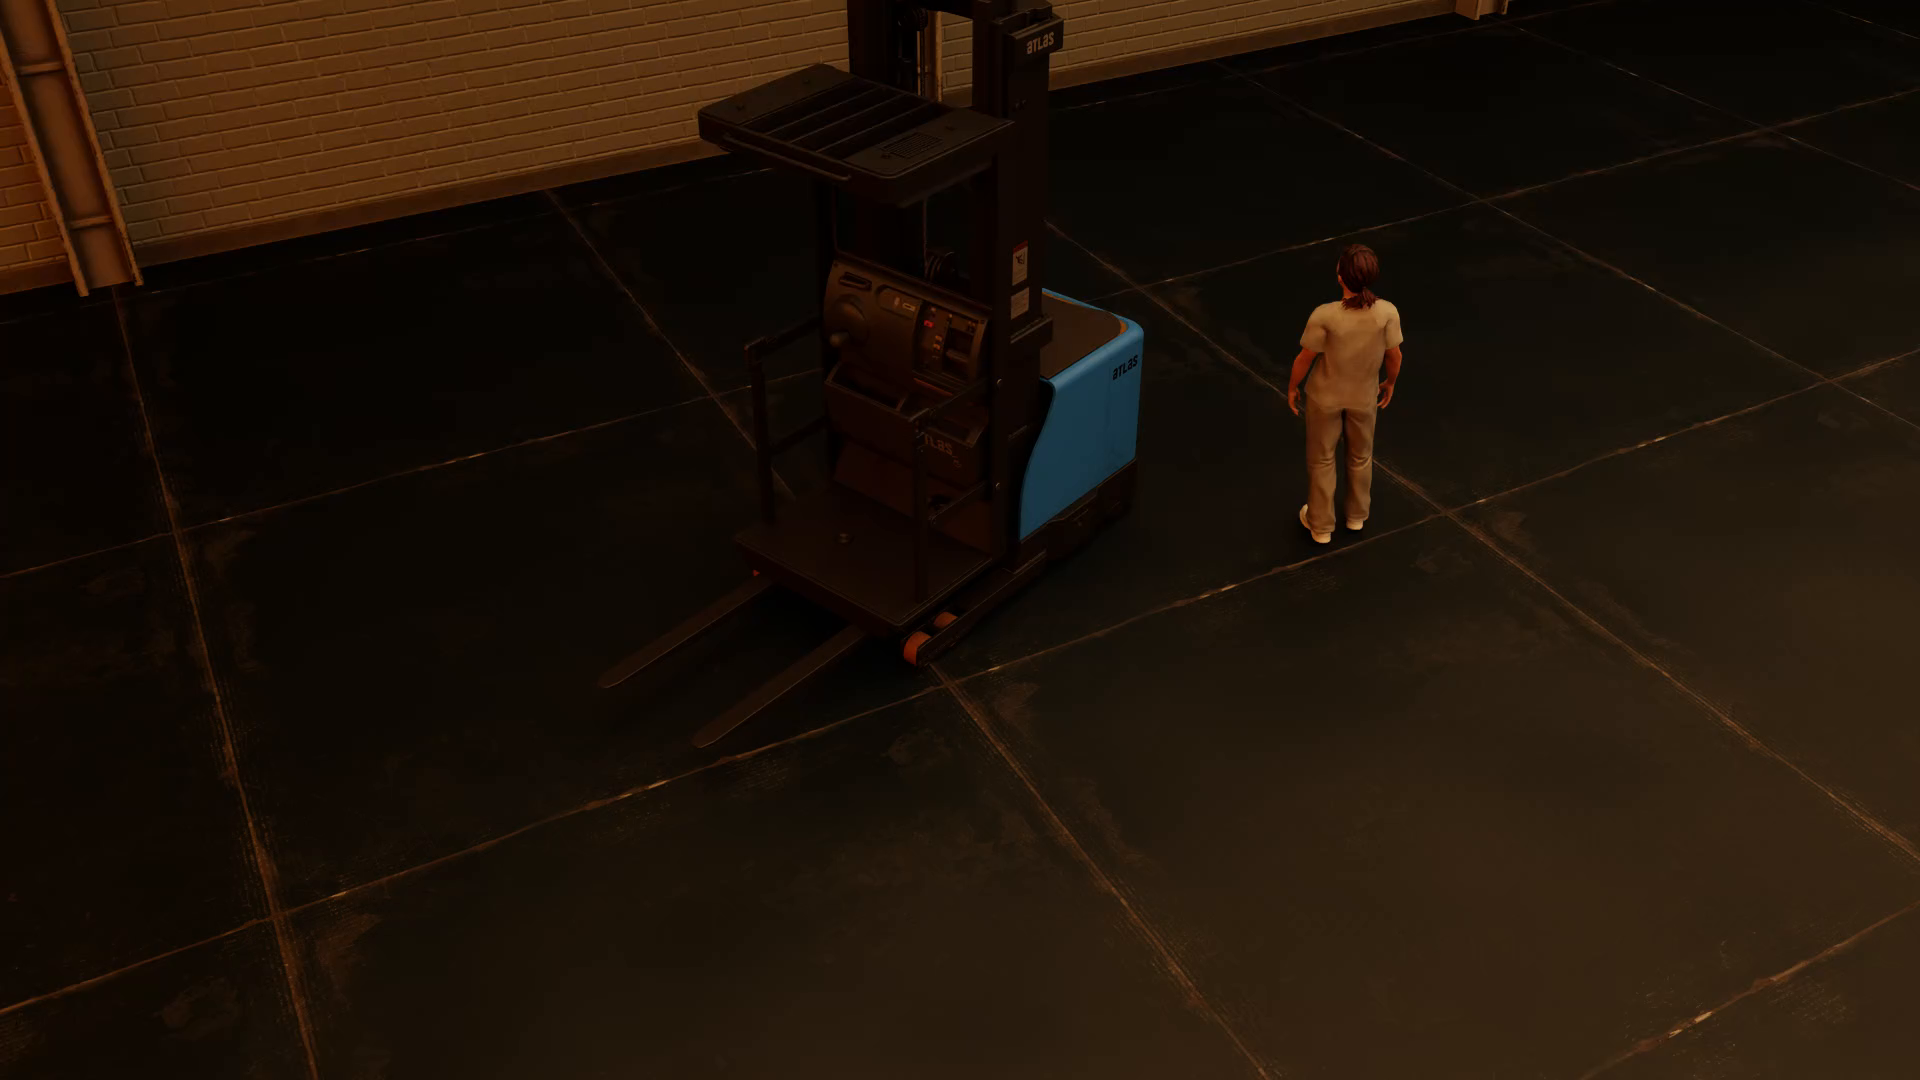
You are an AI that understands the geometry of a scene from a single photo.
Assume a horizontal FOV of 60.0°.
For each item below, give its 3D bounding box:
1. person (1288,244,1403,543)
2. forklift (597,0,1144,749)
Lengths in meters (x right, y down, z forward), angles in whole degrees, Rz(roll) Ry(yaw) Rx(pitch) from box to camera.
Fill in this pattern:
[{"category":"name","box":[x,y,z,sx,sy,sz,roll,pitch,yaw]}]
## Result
[{"category":"person","box":[1.888,-0.739,8.244,0.551,1.676,0.549,0,35,0]},{"category":"forklift","box":[-0.390,-0.927,7.434,1.130,2.935,3.031,26,43,31]}]
